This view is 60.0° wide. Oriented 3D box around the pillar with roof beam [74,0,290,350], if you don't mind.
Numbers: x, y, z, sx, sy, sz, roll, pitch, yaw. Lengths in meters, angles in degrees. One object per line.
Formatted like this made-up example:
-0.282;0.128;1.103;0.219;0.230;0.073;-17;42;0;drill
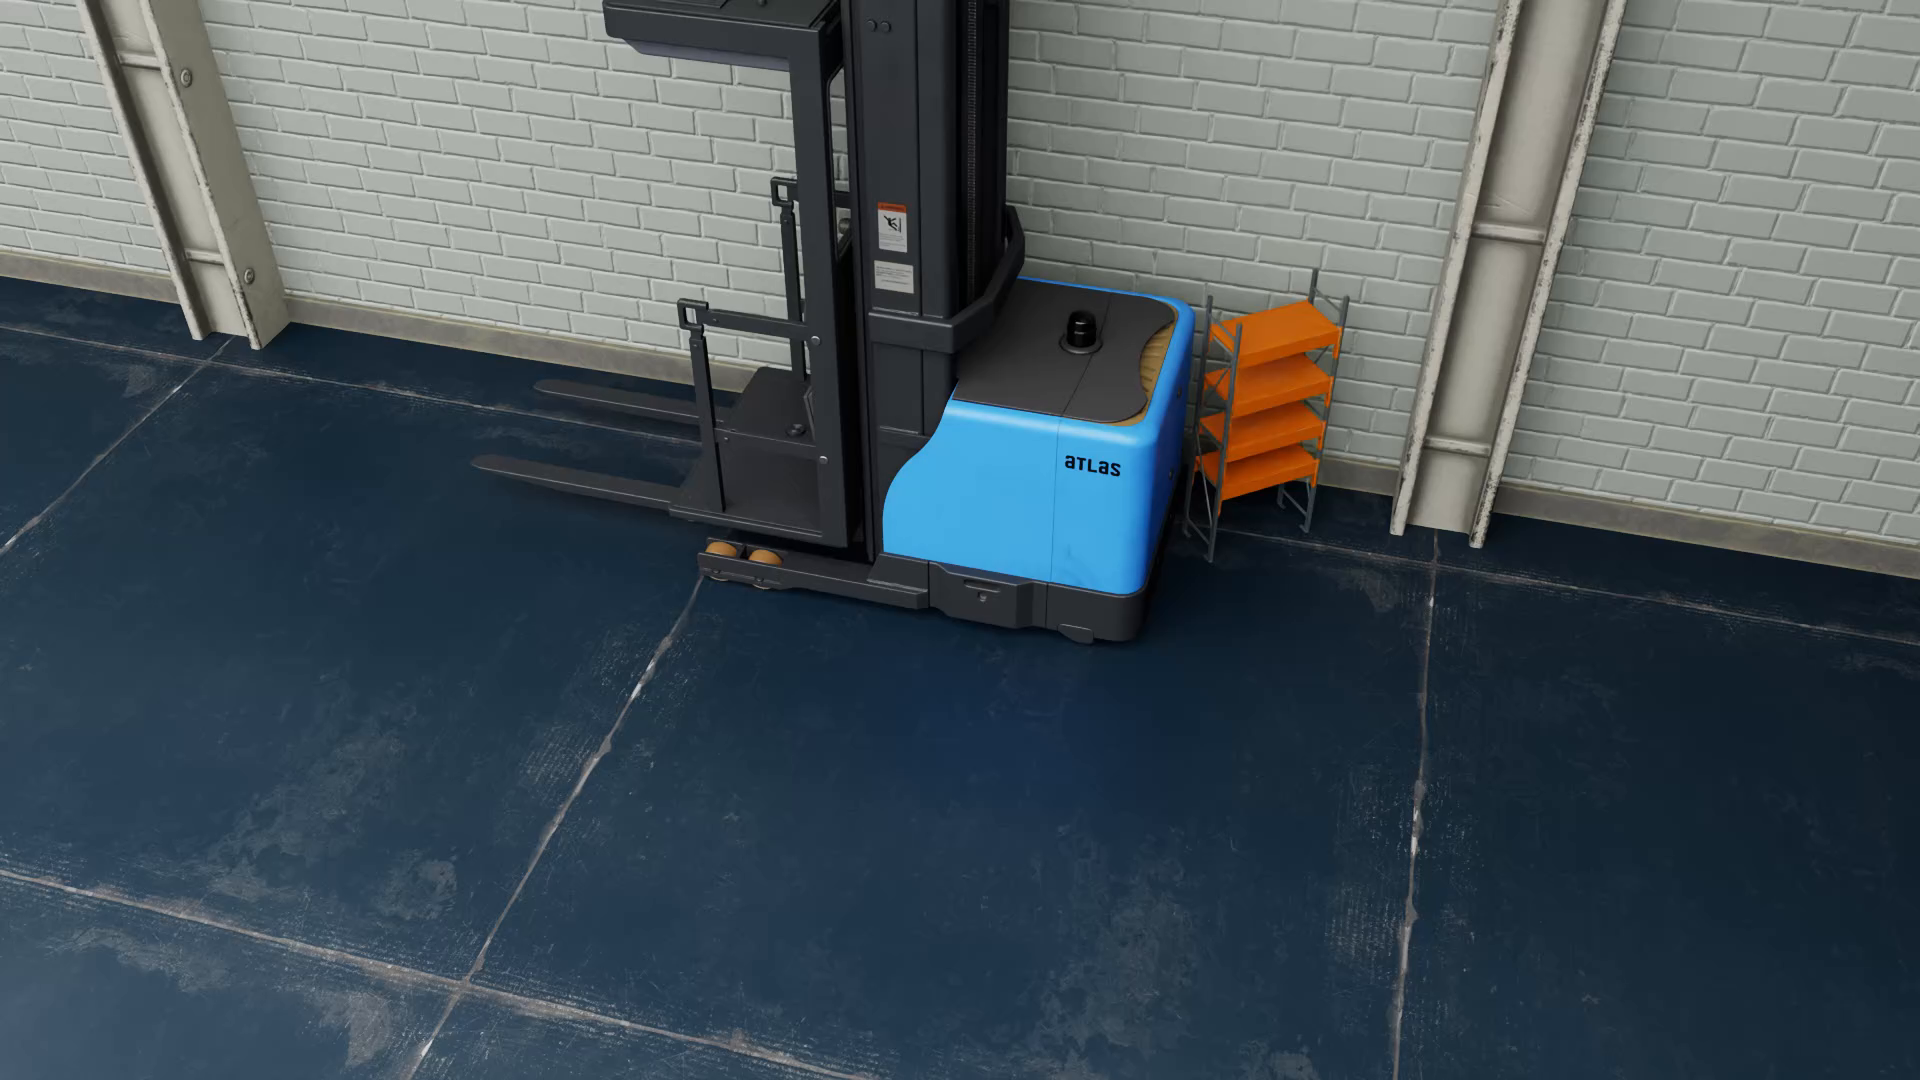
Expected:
-4.795;-1.860;2.467;0.400;9.000;9.100;10;41;11;pillar with roof beam

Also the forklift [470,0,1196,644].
-0.607;-1.231;6.437;3.031;2.935;1.130;10;41;12;forklift

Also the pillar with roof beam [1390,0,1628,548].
1.001;-0.862;1.280;0.400;9.000;9.100;10;41;11;pillar with roof beam

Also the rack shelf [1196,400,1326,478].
1.250;-0.445;6.951;0.480;0.148;0.258;-16;43;-18;rack shelf

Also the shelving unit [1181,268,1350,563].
1.250;-0.496;6.908;0.503;1.200;0.258;-16;43;-18;shelving unit

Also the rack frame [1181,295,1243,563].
1.028;-0.432;6.832;0.015;1.200;0.240;-16;43;-18;rack frame

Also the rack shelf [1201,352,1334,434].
1.250;-0.616;6.807;0.480;0.148;0.258;-16;43;-18;rack shelf

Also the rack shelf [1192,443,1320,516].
1.250;-0.293;7.079;0.480;0.148;0.258;-16;43;-18;rack shelf

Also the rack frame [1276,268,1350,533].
1.473;-0.560;6.984;0.015;1.200;0.240;-16;43;-18;rack frame

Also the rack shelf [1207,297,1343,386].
1.250;-0.797;6.655;0.480;0.148;0.258;-16;43;-18;rack shelf
